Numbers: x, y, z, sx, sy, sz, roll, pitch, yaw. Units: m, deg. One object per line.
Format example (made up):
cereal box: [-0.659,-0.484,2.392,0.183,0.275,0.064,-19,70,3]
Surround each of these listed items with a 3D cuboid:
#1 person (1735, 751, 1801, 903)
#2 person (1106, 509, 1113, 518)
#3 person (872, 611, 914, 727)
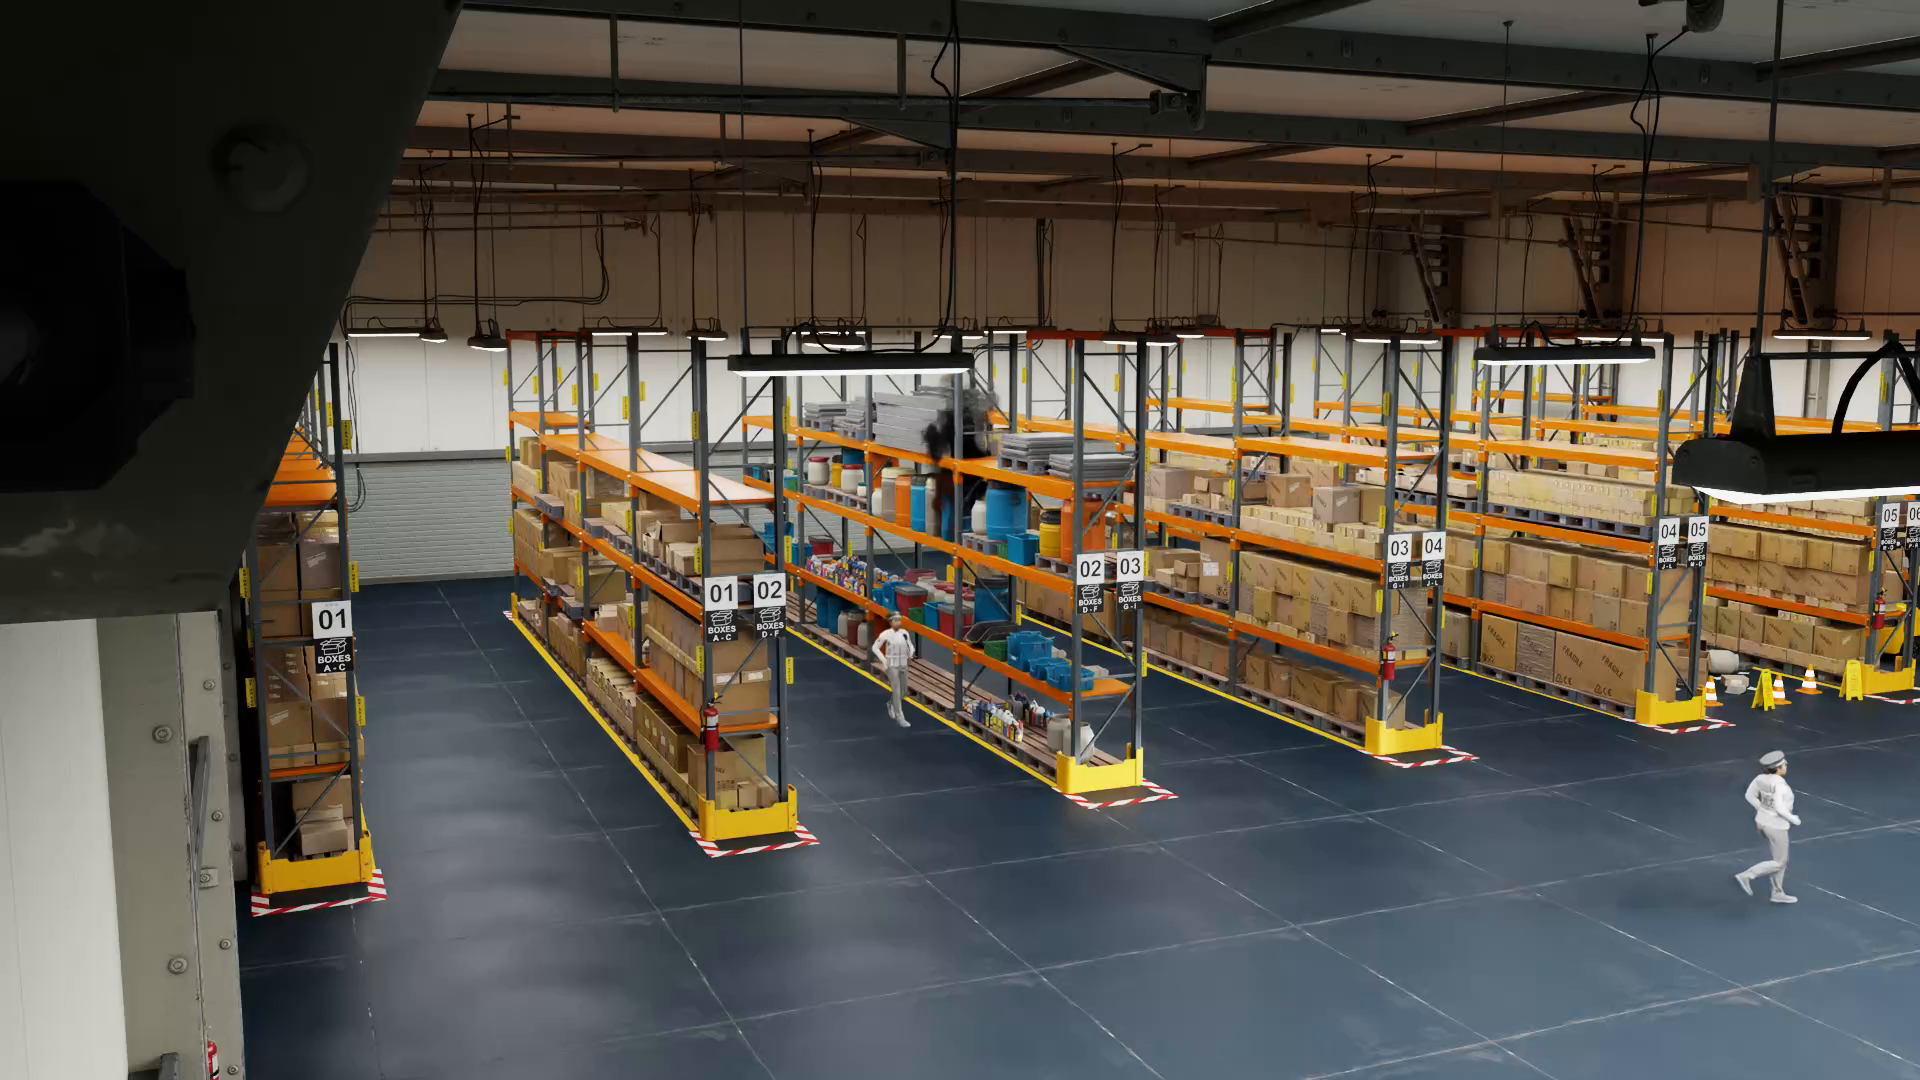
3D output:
person: [8.698,3.083,17.875,0.680,1.670,0.611,-1,8,-5]
person: [3.519,-0.068,40.946,0.773,1.734,0.841,6,10,39]
person: [-0.939,1.877,24.569,0.626,1.677,0.746,-5,9,-30]
